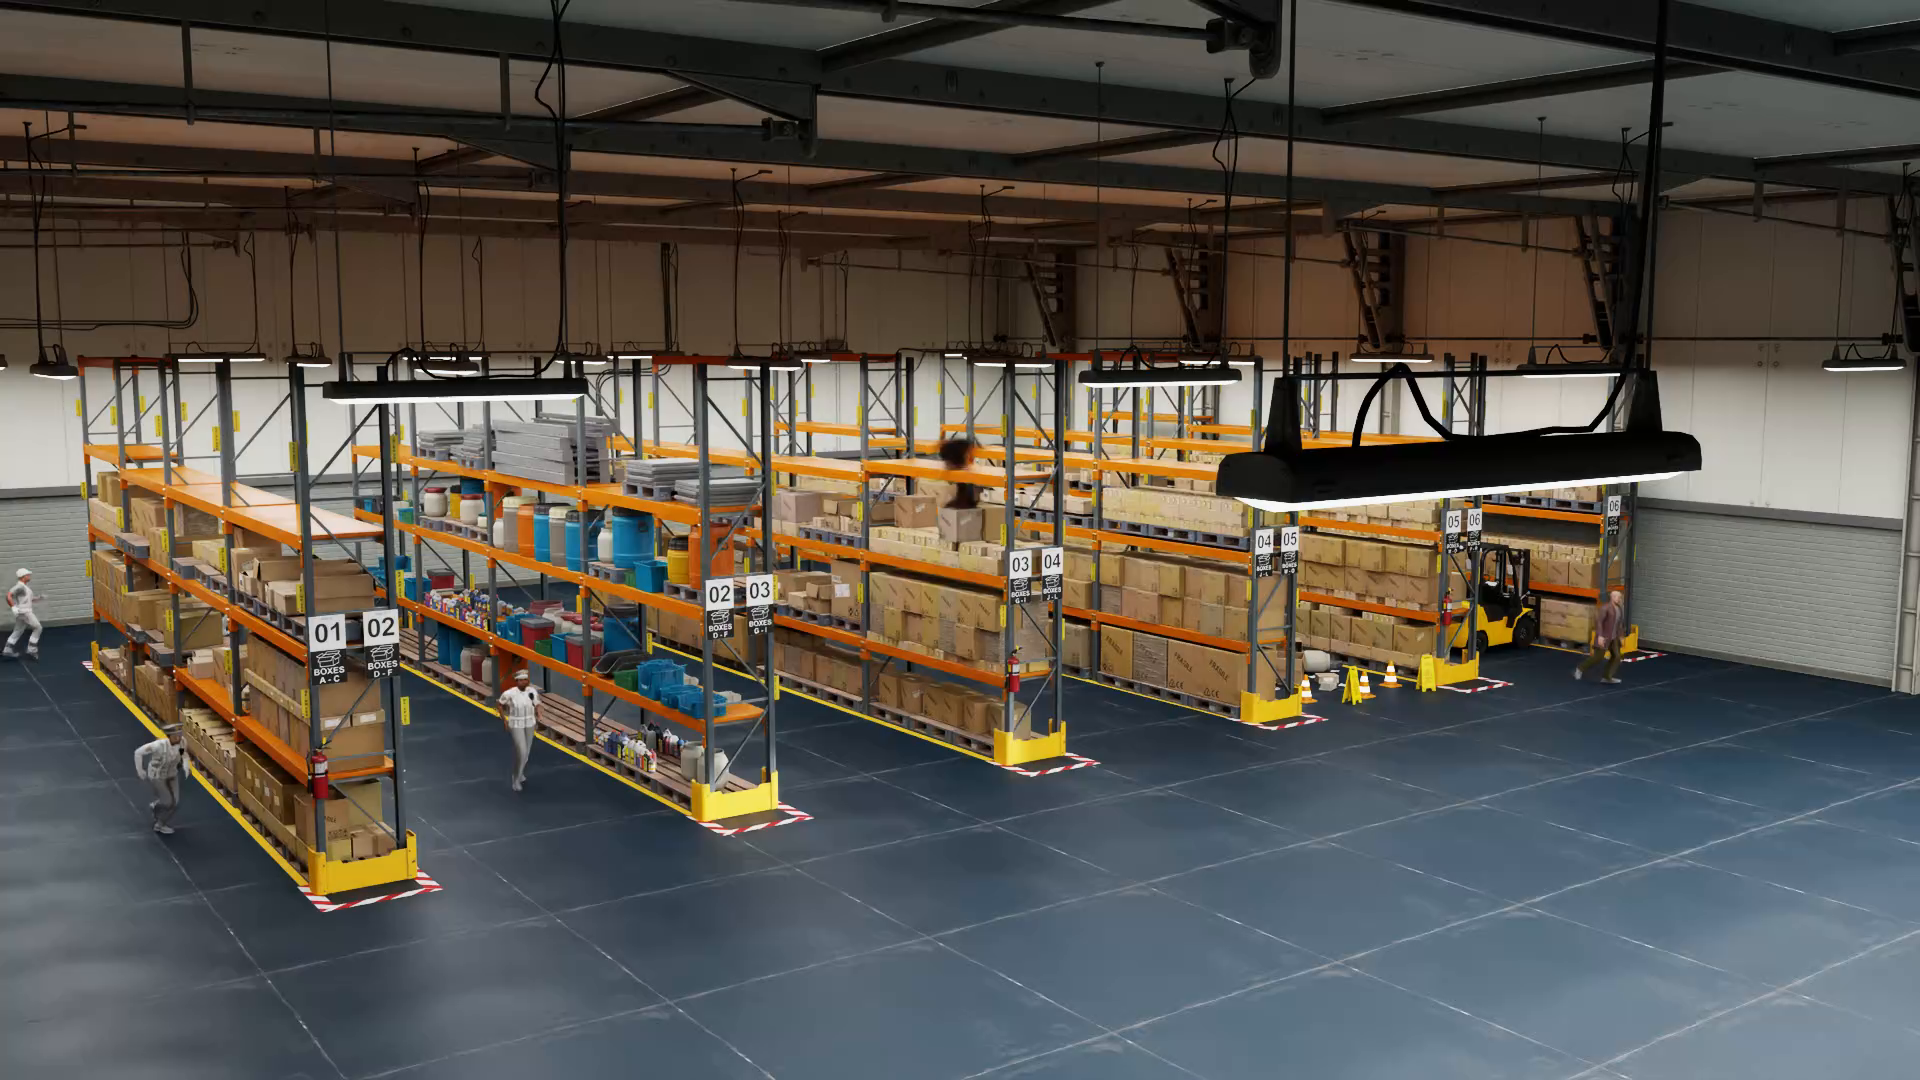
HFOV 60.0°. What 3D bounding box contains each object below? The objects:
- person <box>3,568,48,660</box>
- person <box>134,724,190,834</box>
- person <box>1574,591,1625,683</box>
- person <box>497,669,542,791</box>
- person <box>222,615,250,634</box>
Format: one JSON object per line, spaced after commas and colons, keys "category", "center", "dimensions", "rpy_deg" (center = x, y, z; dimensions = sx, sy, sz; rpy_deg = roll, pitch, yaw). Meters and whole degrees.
{"category": "person", "center": [-18.442, 1.475, 32.787], "dimensions": [0.853, 1.838, 0.636], "rpy_deg": [-4, 8, -31]}
{"category": "person", "center": [-10.114, 3.048, 21.130], "dimensions": [0.731, 1.491, 0.645], "rpy_deg": [5, 9, 38]}
{"category": "person", "center": [11.807, 1.768, 30.617], "dimensions": [0.825, 1.717, 0.742], "rpy_deg": [-4, 8, -32]}
{"category": "person", "center": [-6.174, 2.663, 23.469], "dimensions": [0.586, 1.732, 0.721], "rpy_deg": [-5, 9, -37]}
{"category": "person", "center": [-15.351, 1.216, 35.538], "dimensions": [1.168, 1.598, 0.702], "rpy_deg": [-2, 7, -14]}
